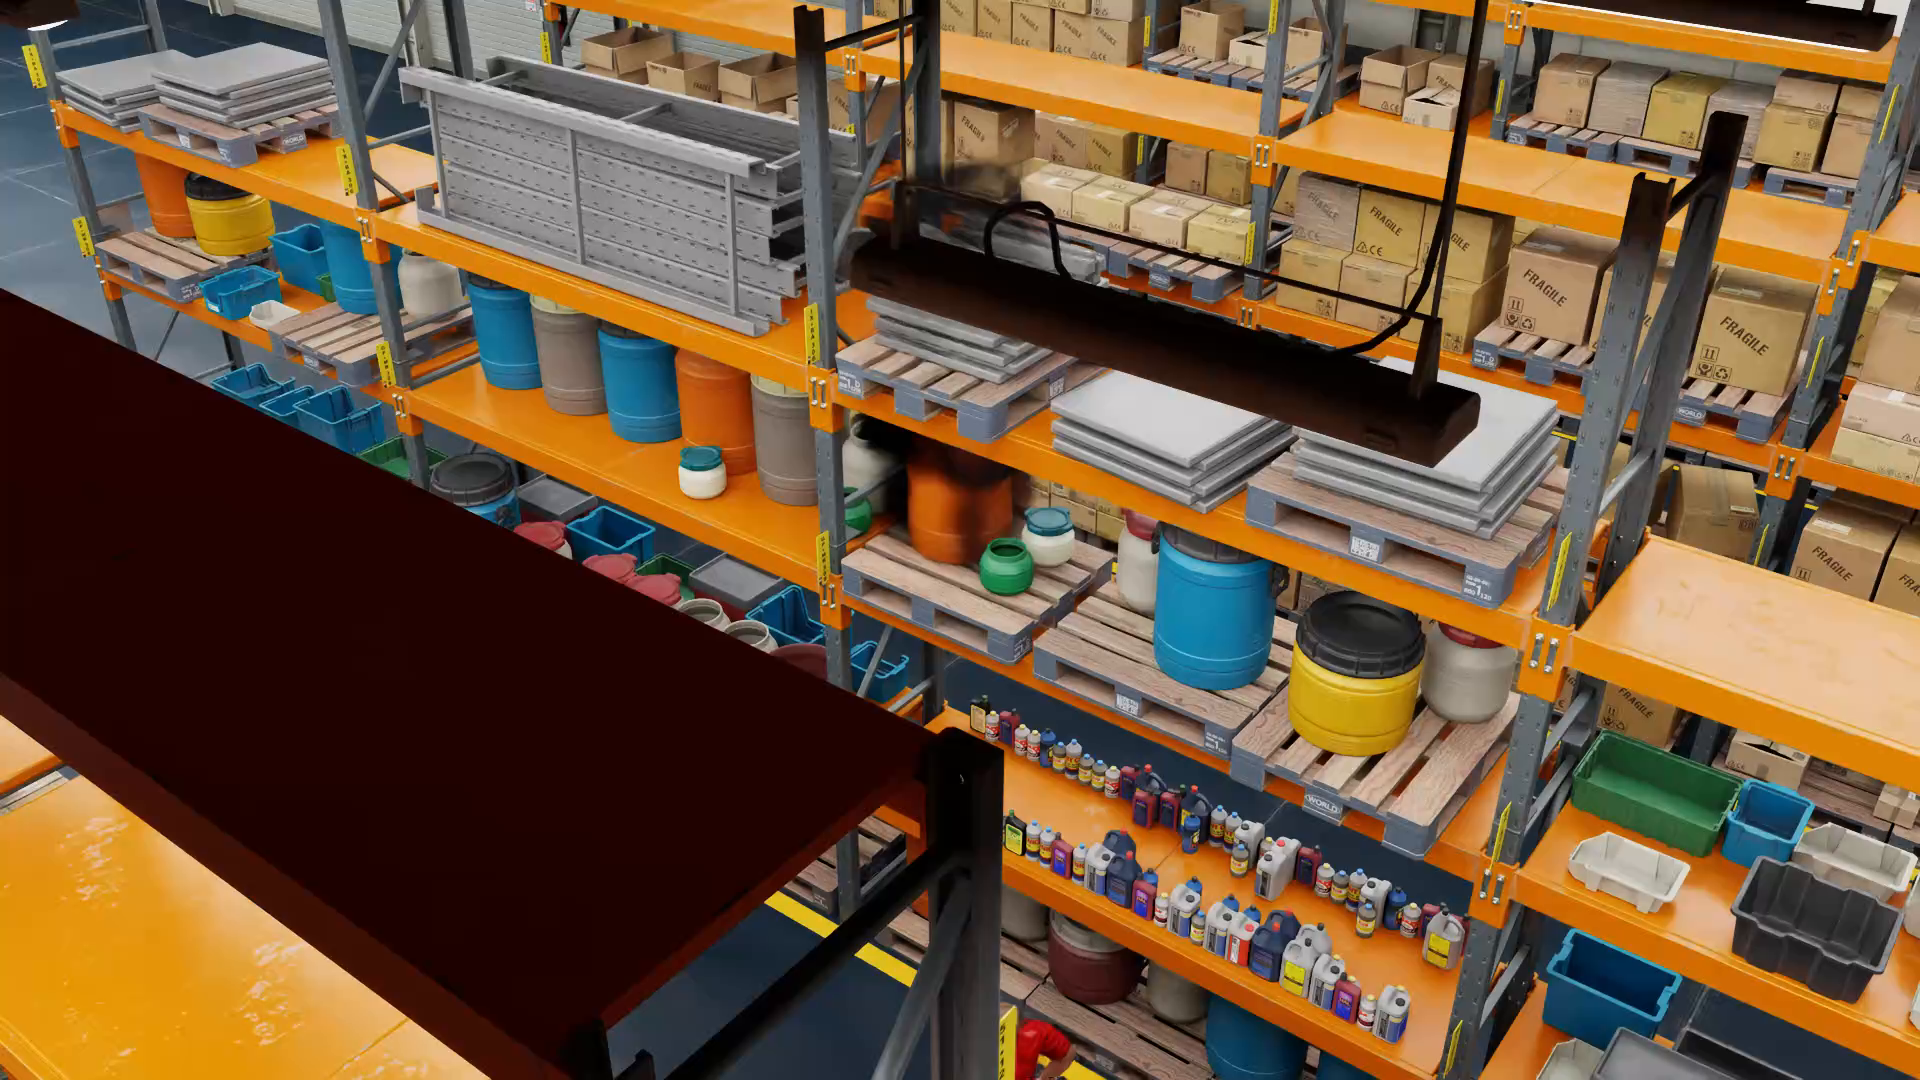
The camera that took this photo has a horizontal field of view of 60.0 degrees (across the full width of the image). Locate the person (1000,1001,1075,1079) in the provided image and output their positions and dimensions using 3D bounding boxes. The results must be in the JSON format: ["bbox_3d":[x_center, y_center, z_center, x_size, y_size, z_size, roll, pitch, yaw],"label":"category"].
[{"bbox_3d":[0.279,2.971,8.261,0.898,1.757,0.627,13,34,21],"label":"person"}]

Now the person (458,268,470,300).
[{"bbox_3d":[-5.825,-3.630,19.607,0.689,1.711,0.700,-19,36,-28],"label":"person"}]
